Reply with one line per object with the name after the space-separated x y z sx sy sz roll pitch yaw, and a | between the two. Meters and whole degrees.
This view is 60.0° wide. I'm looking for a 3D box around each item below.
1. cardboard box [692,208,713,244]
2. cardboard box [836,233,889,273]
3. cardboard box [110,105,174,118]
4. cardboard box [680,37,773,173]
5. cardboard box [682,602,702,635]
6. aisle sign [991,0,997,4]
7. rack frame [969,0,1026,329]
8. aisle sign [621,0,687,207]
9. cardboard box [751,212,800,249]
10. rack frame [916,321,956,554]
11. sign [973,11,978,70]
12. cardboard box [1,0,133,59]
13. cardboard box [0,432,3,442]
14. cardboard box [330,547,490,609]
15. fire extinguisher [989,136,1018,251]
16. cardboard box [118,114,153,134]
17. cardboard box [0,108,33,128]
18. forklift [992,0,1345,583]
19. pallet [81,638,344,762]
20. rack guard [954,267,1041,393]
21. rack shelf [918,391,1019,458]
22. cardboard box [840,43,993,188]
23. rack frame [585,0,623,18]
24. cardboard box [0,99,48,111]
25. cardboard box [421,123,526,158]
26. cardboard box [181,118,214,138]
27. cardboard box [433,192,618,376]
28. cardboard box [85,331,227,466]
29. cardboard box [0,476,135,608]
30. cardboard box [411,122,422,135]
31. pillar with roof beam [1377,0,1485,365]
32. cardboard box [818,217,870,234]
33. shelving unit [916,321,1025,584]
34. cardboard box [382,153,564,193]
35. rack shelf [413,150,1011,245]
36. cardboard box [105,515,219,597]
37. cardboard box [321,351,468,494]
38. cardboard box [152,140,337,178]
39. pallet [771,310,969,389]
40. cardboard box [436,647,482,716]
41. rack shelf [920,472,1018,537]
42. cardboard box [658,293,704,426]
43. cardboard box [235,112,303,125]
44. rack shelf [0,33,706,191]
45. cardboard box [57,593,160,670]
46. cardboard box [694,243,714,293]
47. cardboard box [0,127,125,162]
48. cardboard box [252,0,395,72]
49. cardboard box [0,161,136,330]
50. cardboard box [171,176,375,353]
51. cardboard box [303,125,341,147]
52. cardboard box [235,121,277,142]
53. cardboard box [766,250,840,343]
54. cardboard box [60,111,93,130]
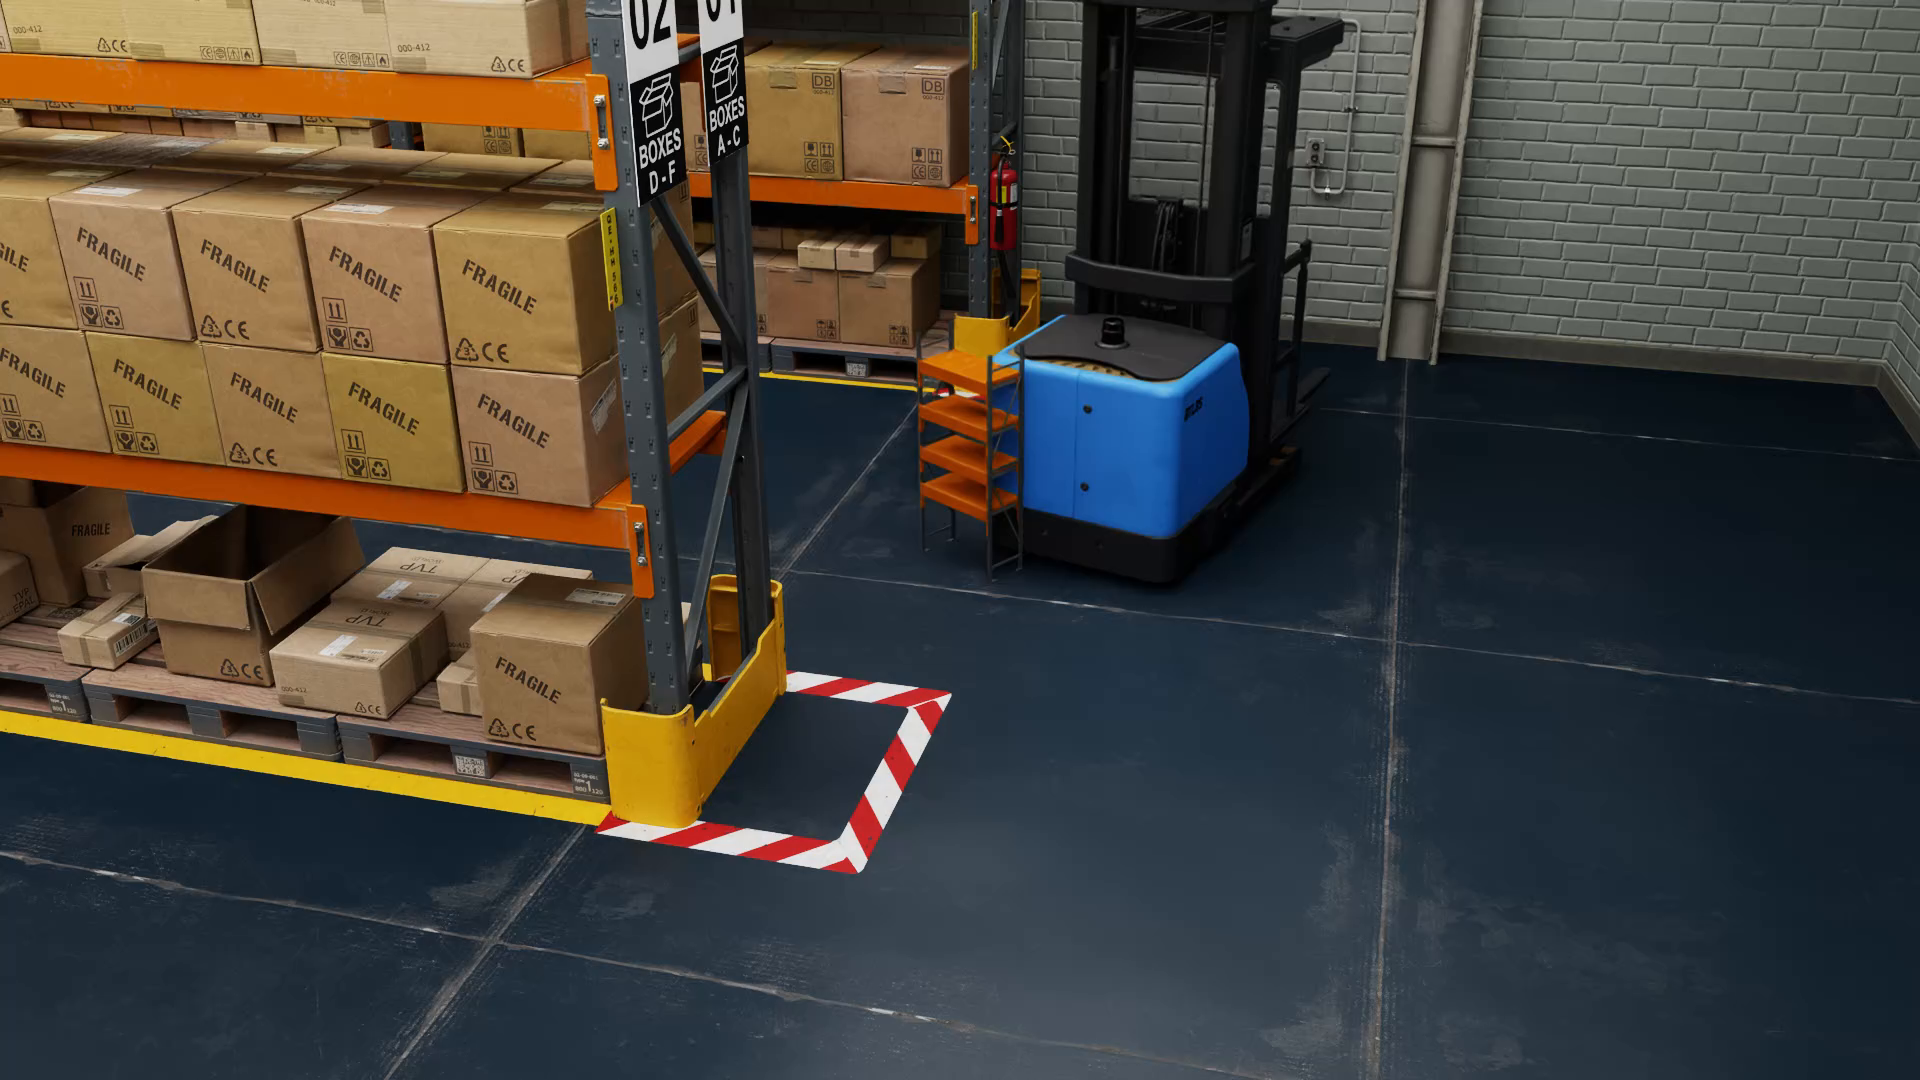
-1.766 -2.171 11.484 0.250 0.149 0.380 6 26 12 | cardboard box
-0.633 -1.876 10.866 0.250 0.149 0.380 6 26 12 | cardboard box
-5.610 -3.272 11.647 0.500 0.500 0.500 7 26 14 | cardboard box
-1.701 -2.896 10.994 0.700 0.700 0.980 5 26 10 | cardboard box
-1.311 0.412 7.199 0.250 0.149 0.380 6 26 13 | cardboard box
0.234 -3.592 9.782 0.004 0.787 0.394 6 26 13 | aisle sign
0.239 -2.551 10.619 0.127 3.000 1.000 6 26 13 | rack frame
-1.001 -1.527 5.445 0.004 0.787 0.394 6 26 13 | aisle sign
-1.272 -2.116 11.370 0.250 0.149 0.380 7 26 14 | cardboard box
-0.118 -0.508 8.417 0.240 1.200 0.015 -23 34 -39 | rack frame
0.091 -2.957 9.848 0.005 0.325 0.100 6 26 13 | sign
-3.003 -1.887 5.909 0.500 0.250 0.500 6 26 13 | cardboard box
-3.942 -0.740 6.699 0.500 0.500 0.500 7 26 14 | cardboard box
-2.415 0.271 7.378 0.500 0.250 0.500 6 26 13 | cardboard box
0.270 -2.140 10.278 0.183 0.674 0.296 6 26 13 | fire extinguisher
-5.759 -3.012 11.856 0.250 0.149 0.380 6 26 13 | cardboard box
-6.769 -3.077 11.993 0.250 0.149 0.380 7 26 15 | cardboard box
1.305 -1.709 8.930 1.130 2.935 3.031 14 29 26 | forklift
-3.015 0.546 7.358 1.213 0.211 1.003 6 26 13 | pallet
0.263 -1.420 11.151 0.348 0.500 1.175 6 26 13 | rack guard
0.051 -0.573 8.191 0.258 0.148 0.480 -23 34 -39 | rack shelf
-0.257 -2.737 10.661 0.700 0.700 0.980 8 26 15 | cardboard box
-0.991 -3.197 4.997 0.127 3.000 1.000 6 26 13 | rack frame
-6.597 -3.378 11.869 0.500 0.500 0.500 7 26 15 | cardboard box
-3.113 -3.050 11.318 0.700 0.700 0.980 7 26 14 | cardboard box
-5.252 -2.948 11.721 0.250 0.149 0.380 6 26 12 | cardboard box
-1.490 -0.918 5.910 0.500 0.500 0.500 6 26 13 | cardboard box
-2.965 -0.632 6.472 0.500 0.500 0.500 6 26 12 | cardboard box
-4.242 -0.044 7.749 0.500 0.500 0.500 6 26 13 | cardboard box
-3.910 -2.994 11.817 0.250 0.149 0.380 5 26 11 | cardboard box
1.998 -3.539 5.714 0.400 9.000 9.100 6 26 13 | pillar with roof beam
-0.783 -2.062 11.257 0.250 0.149 0.380 6 26 13 | cardboard box
0.052 -0.433 8.259 0.258 1.200 0.503 -23 34 -39 | shelving unit
-1.863 -1.195 6.491 0.500 0.500 0.500 7 26 14 | cardboard box
-1.698 -2.440 11.223 4.000 0.370 1.077 6 26 13 | rack shelf
-3.516 0.122 7.621 0.500 0.311 0.500 6 26 13 | cardboard box
-1.996 -0.522 6.241 0.500 0.500 0.500 7 26 13 | cardboard box
-2.839 -1.305 6.722 0.500 0.500 0.500 6 26 13 | cardboard box
-0.555 -1.345 11.330 1.213 0.211 1.003 6 26 13 | pallet
-1.949 0.556 6.878 0.250 0.166 0.380 6 26 13 | cardboard box
0.054 -0.194 8.375 0.258 0.148 0.480 -23 34 -39 | rack shelf
-1.355 -0.691 6.595 0.500 0.500 0.500 7 26 14 | cardboard box
-4.641 -3.163 11.418 0.500 0.500 0.500 7 26 13 | cardboard box
-2.928 -1.732 6.246 4.000 0.370 1.077 6 26 13 | rack shelf
-3.672 0.387 7.231 0.250 0.166 0.380 6 26 13 | cardboard box
-1.954 -1.807 11.475 0.500 0.500 0.700 7 26 14 | cardboard box
-3.814 -1.413 6.949 0.500 0.500 0.500 6 26 12 | cardboard box
-2.036 -1.778 5.681 0.500 0.250 0.500 6 26 13 | cardboard box
-3.481 -1.135 6.366 0.500 0.500 0.500 6 26 11 | cardboard box
-2.483 -1.026 6.135 0.500 0.500 0.500 7 26 14 | cardboard box
-4.283 -2.811 11.433 0.250 0.149 0.380 7 26 14 | cardboard box
-4.793 -2.861 11.539 0.250 0.149 0.380 6 26 13 | cardboard box
-0.948 -1.699 11.249 0.500 0.500 0.700 6 26 13 | cardboard box
-6.241 -3.078 11.994 0.250 0.149 0.380 7 26 14 | cardboard box
